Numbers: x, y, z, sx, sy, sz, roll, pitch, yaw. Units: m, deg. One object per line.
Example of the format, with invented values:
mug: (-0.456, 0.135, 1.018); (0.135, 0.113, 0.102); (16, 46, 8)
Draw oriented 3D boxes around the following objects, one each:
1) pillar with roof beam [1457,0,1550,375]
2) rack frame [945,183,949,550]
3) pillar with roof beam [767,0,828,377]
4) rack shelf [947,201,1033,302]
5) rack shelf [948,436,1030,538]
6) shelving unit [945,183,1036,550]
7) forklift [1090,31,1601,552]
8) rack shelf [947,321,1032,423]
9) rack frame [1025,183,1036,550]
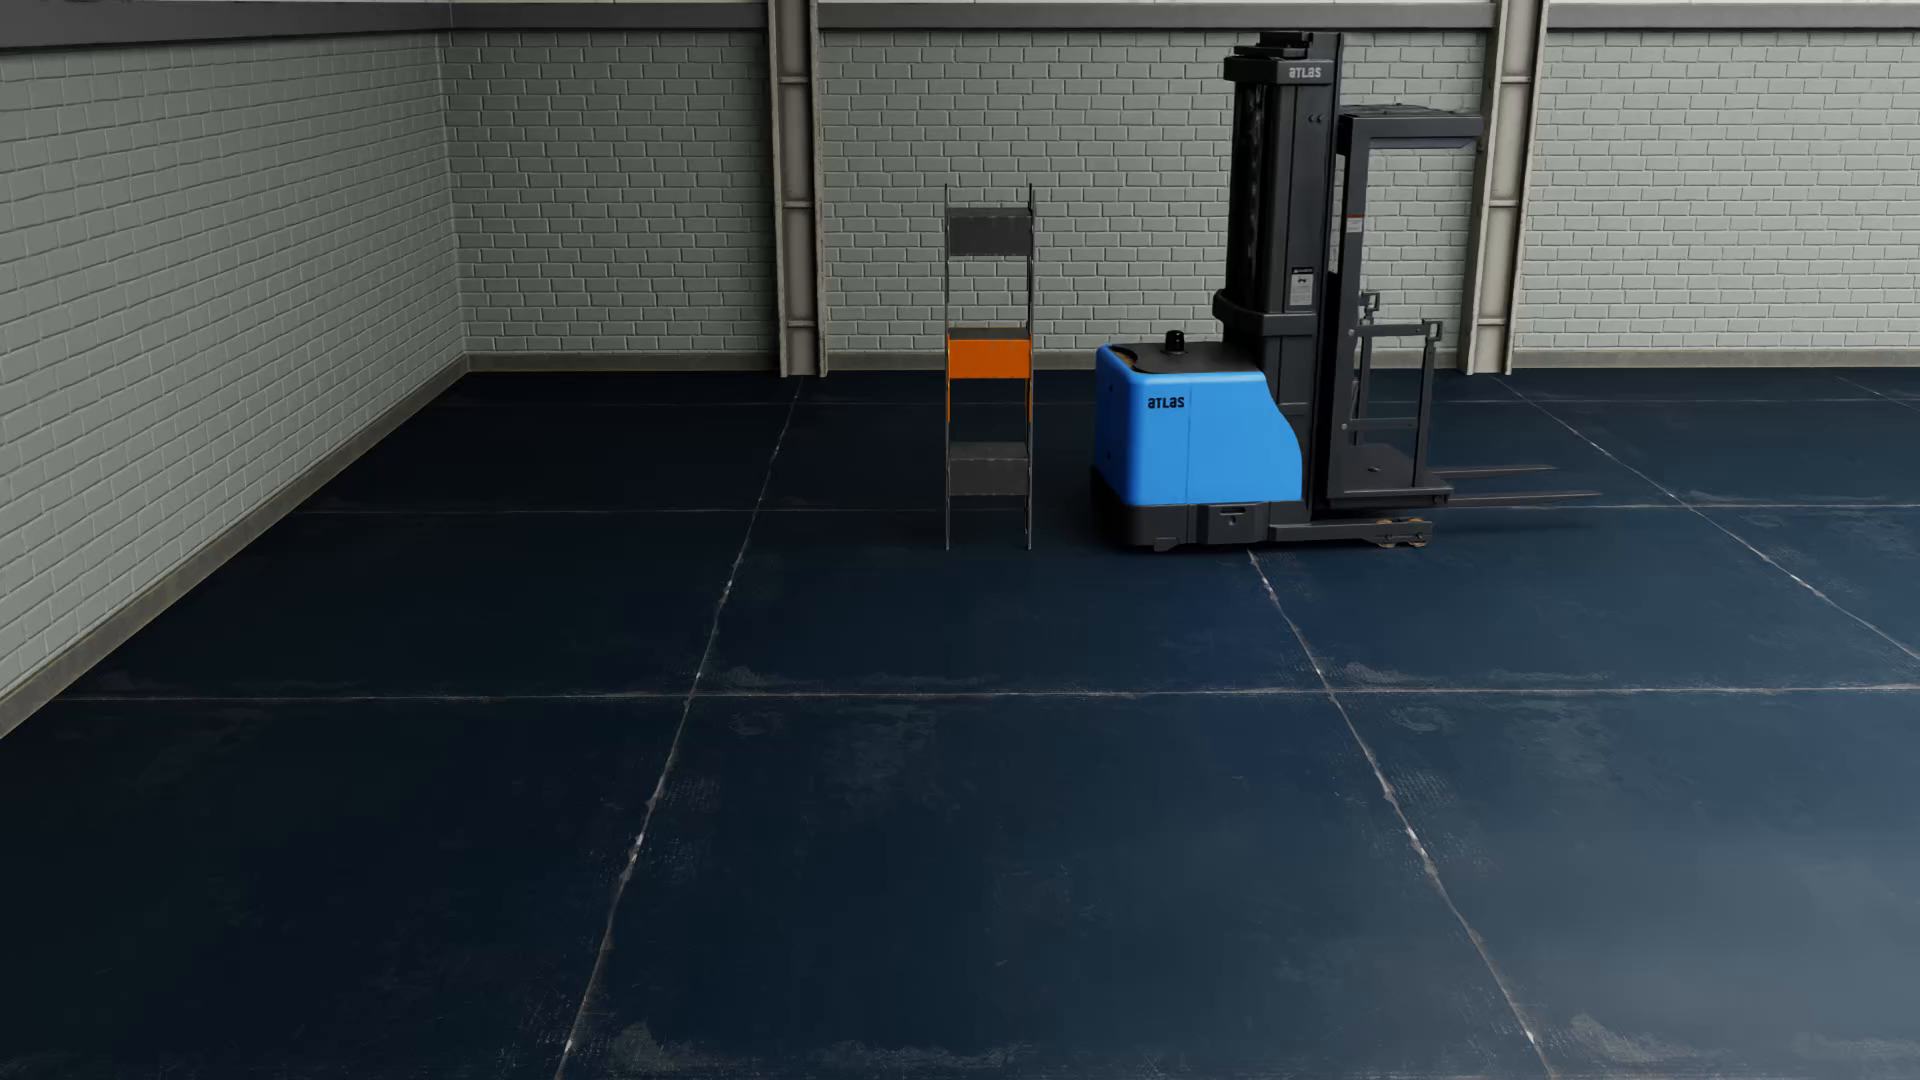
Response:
pillar with roof beam: (4.697, -4.465, 9.234); (0.400, 9.000, 9.100); (0, 18, -1)
rack frame: (-0.078, -0.999, 9.726); (0.015, 2.100, 0.400); (0, 18, -1)
pillar with roof beam: (-1.302, -4.436, 9.144); (0.400, 9.000, 9.100); (0, 18, -1)
rack shelf: (0.166, -1.654, 9.520); (0.480, 0.518, 0.431); (0, 18, -1)
rack shelf: (0.166, -0.321, 9.947); (0.480, 0.518, 0.431); (0, 18, -1)
shelving unit: (0.166, -1.001, 9.729); (0.503, 2.100, 0.431); (0, 18, -1)
forklift: (2.386, -1.507, 9.946); (3.031, 2.935, 1.130); (-2, 18, -7)
rack shelf: (0.166, -0.988, 9.733); (0.480, 0.518, 0.431); (0, 18, -1)
rack frame: (0.409, -1.002, 9.733); (0.015, 2.100, 0.400); (0, 18, -1)
